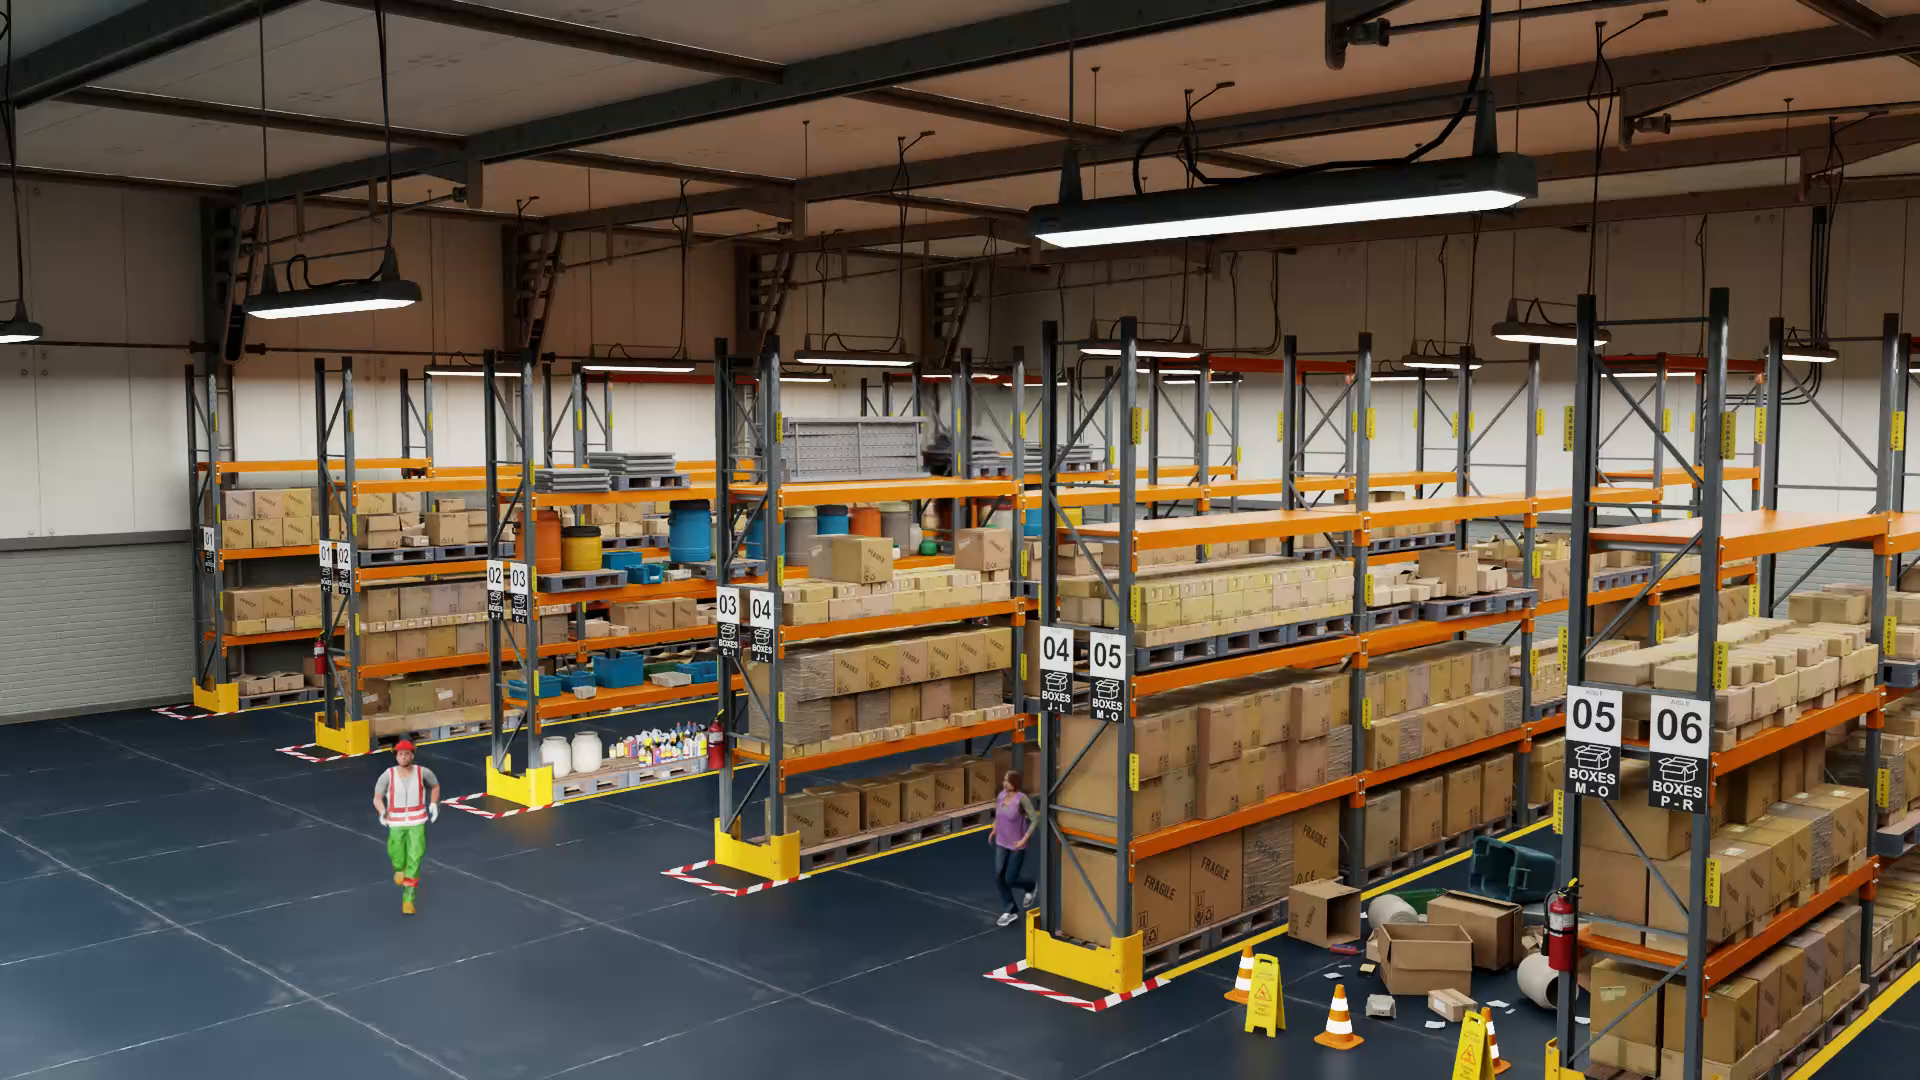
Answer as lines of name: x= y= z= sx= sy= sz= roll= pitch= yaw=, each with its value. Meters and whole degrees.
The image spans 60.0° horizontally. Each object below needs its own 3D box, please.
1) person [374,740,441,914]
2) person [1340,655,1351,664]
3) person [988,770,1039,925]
person: x=-5.778 y=2.963 z=17.415 sx=0.669 sy=1.748 sz=0.848 roll=-2 pitch=5 yaw=-19
person: x=5.597 y=2.490 z=24.316 sx=0.575 sy=1.627 sz=0.540 roll=3 pitch=5 yaw=36
person: x=0.565 y=3.099 z=16.894 sx=0.548 sy=1.564 sz=0.572 roll=4 pitch=6 yaw=40
